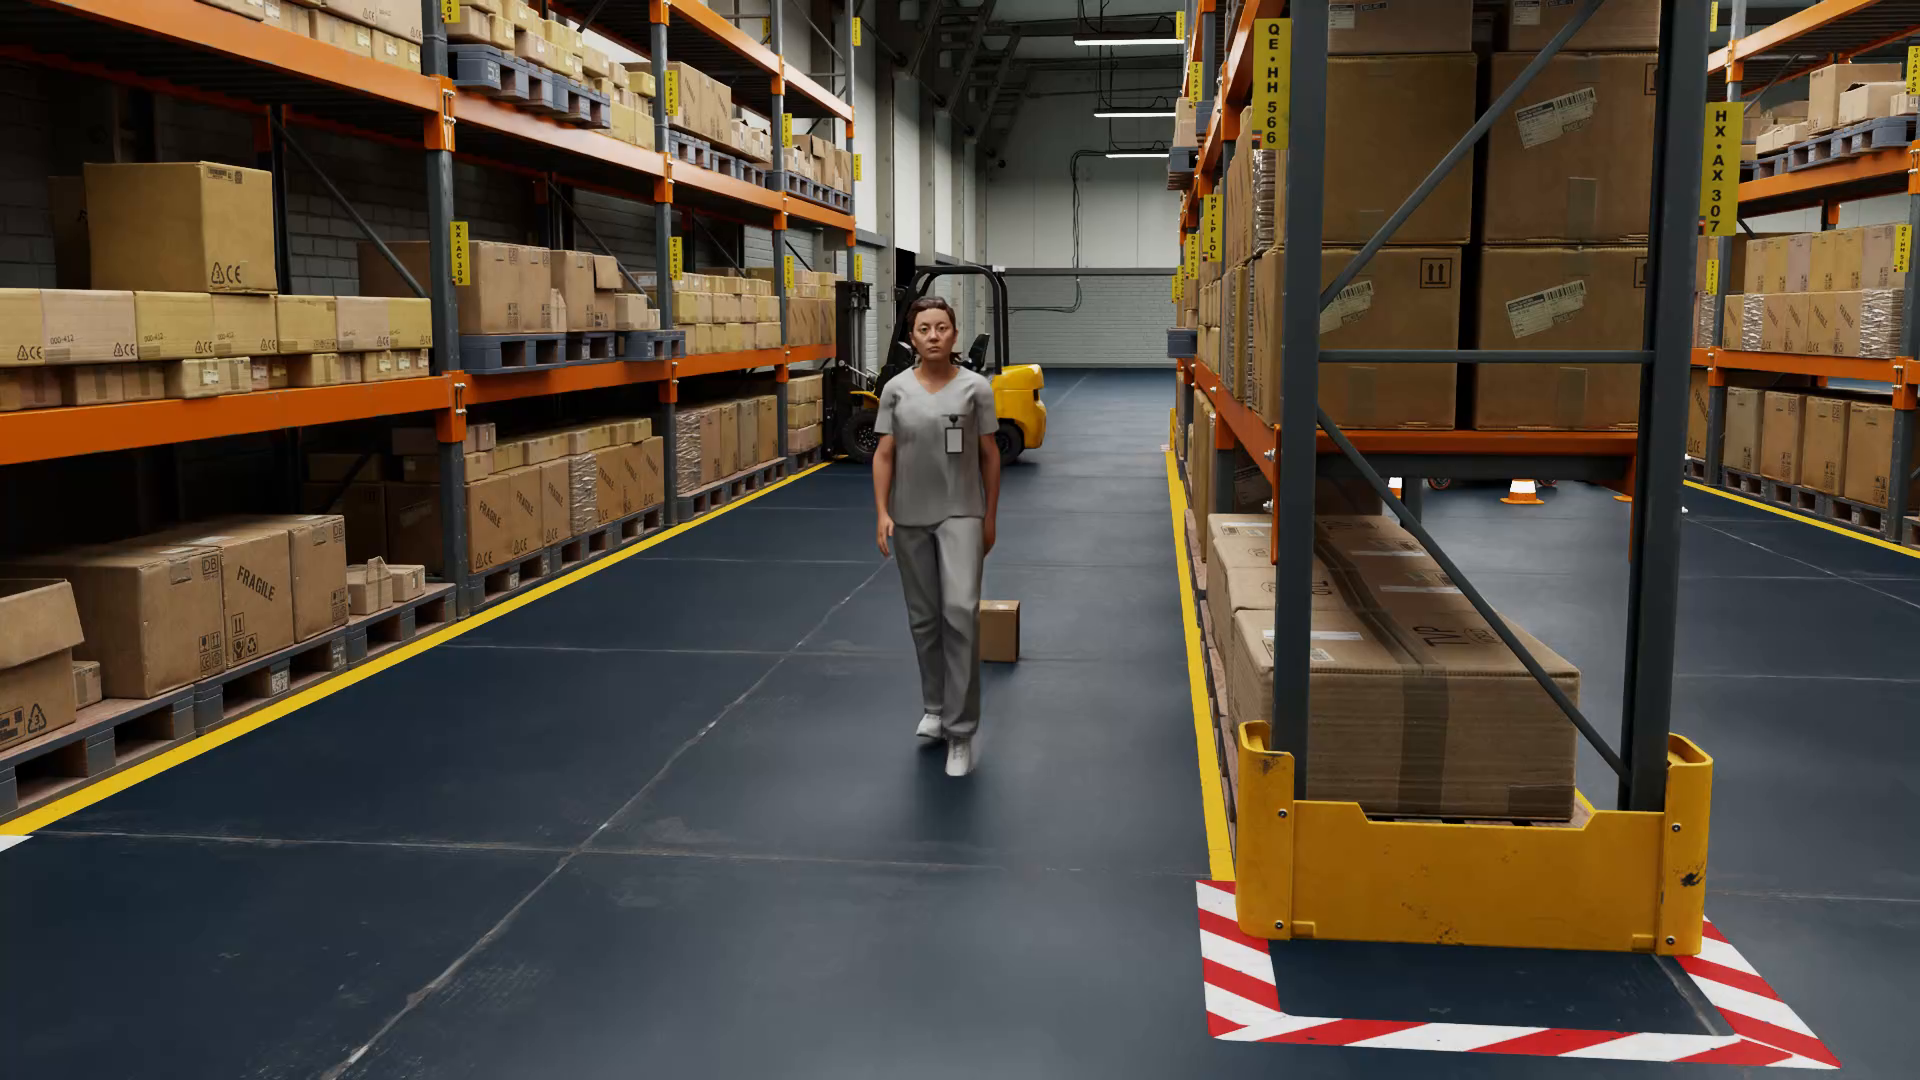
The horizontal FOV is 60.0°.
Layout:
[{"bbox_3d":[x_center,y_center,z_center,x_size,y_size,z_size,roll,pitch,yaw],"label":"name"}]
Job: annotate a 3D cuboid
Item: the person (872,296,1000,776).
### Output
[{"bbox_3d":[-0.093,-0.025,6.082,0.456,1.721,0.624,1,8,9],"label":"person"}]
